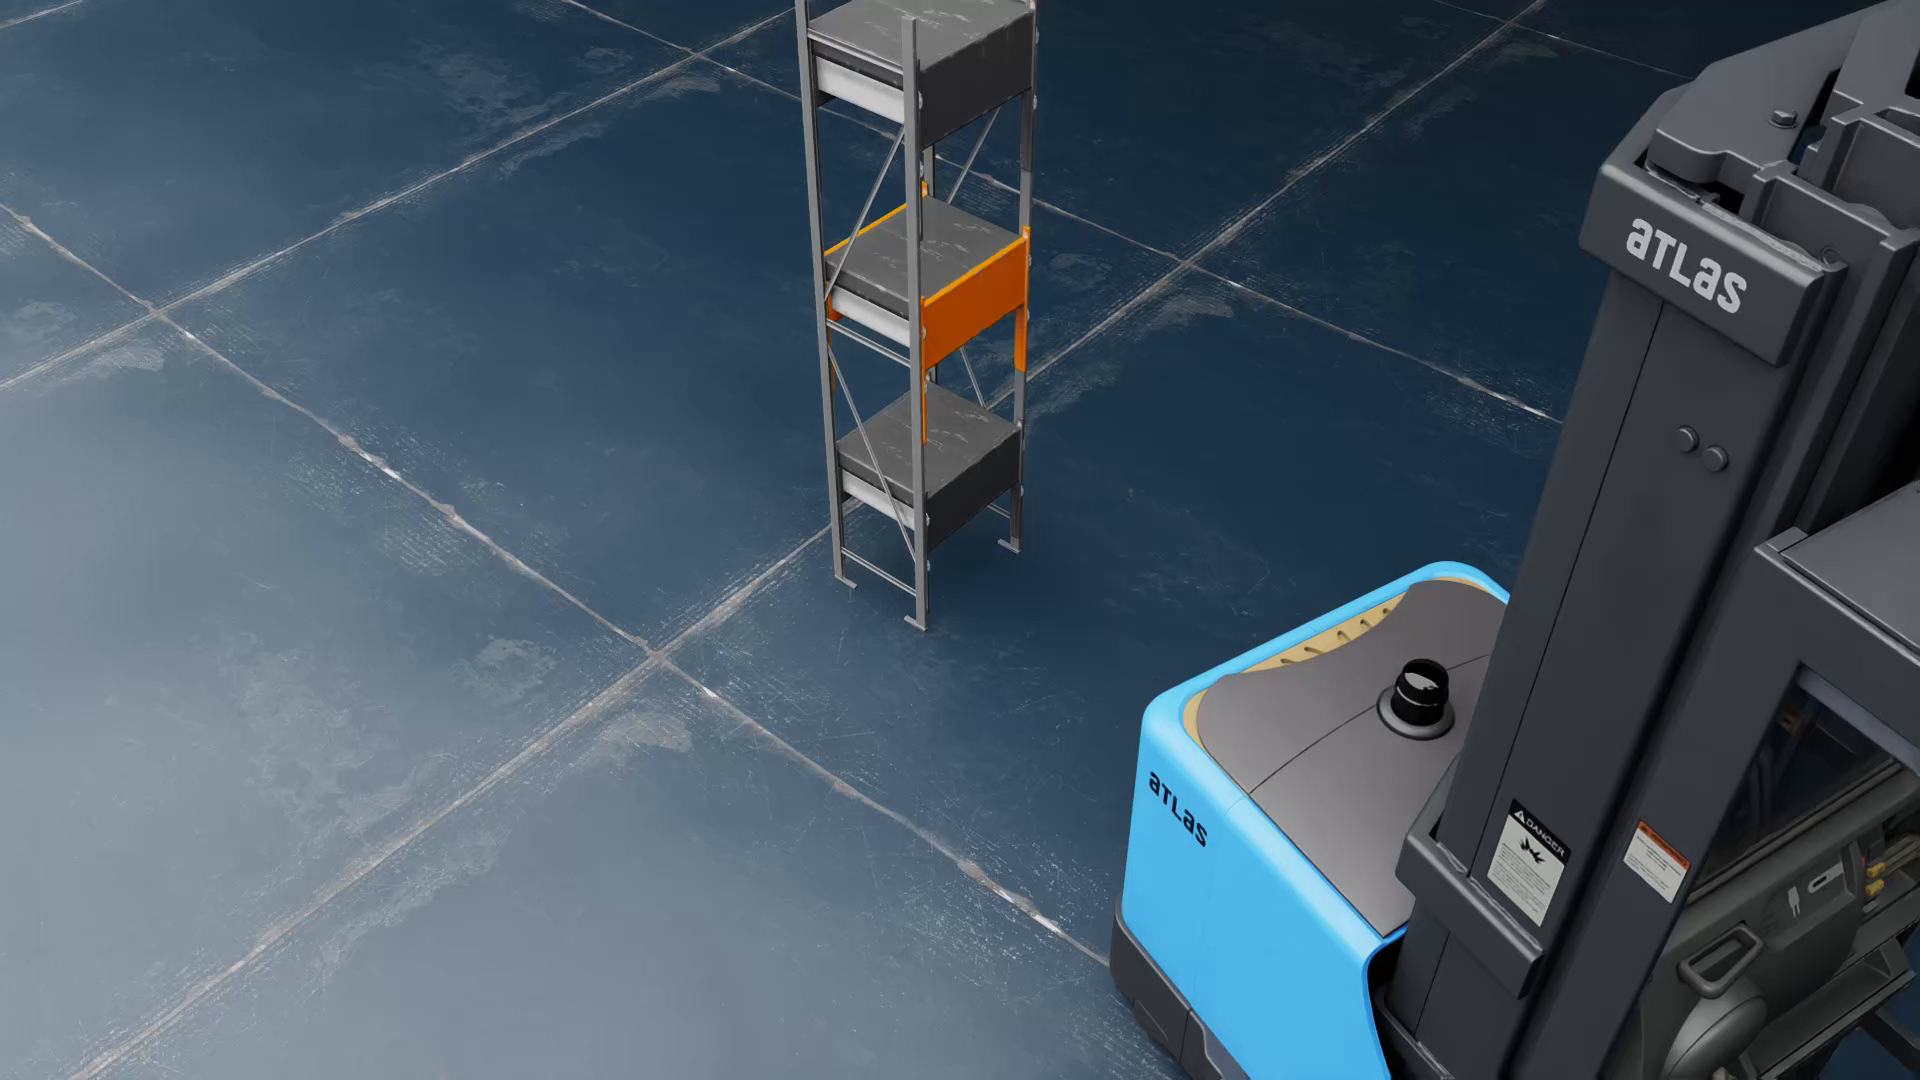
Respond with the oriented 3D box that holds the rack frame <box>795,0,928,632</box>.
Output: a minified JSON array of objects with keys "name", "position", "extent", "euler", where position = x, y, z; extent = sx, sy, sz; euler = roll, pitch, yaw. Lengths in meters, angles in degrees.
[{"name":"rack frame","position":[-0.264,-0.566,4.812],"extent":[0.400,2.100,0.015],"euler":[29,50,28]}]

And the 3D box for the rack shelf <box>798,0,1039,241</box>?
[{"name":"rack shelf","position":[-0.107,-1.199,4.488],"extent":[0.431,0.518,0.480],"euler":[29,50,28]}]

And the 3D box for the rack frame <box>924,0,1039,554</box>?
[{"name":"rack frame","position":[0.050,-0.817,5.088],"extent":[0.400,2.100,0.015],"euler":[29,50,28]}]

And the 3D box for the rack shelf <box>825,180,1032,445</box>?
[{"name":"rack shelf","position":[-0.107,-0.682,4.959],"extent":[0.431,0.518,0.480],"euler":[29,50,28]}]

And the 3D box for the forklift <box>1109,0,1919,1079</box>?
[{"name":"forklift","position":[1.596,0.753,2.743],"extent":[1.130,2.935,3.031],"euler":[-22,47,-23]}]

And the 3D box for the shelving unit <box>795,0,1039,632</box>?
[{"name":"shelving unit","position":[-0.107,-0.692,4.950],"extent":[0.431,2.100,0.503],"euler":[29,50,28]}]

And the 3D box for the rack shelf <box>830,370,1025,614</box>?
[{"name":"rack shelf","position":[-0.107,-0.164,5.430],"extent":[0.431,0.518,0.480],"euler":[29,50,28]}]
